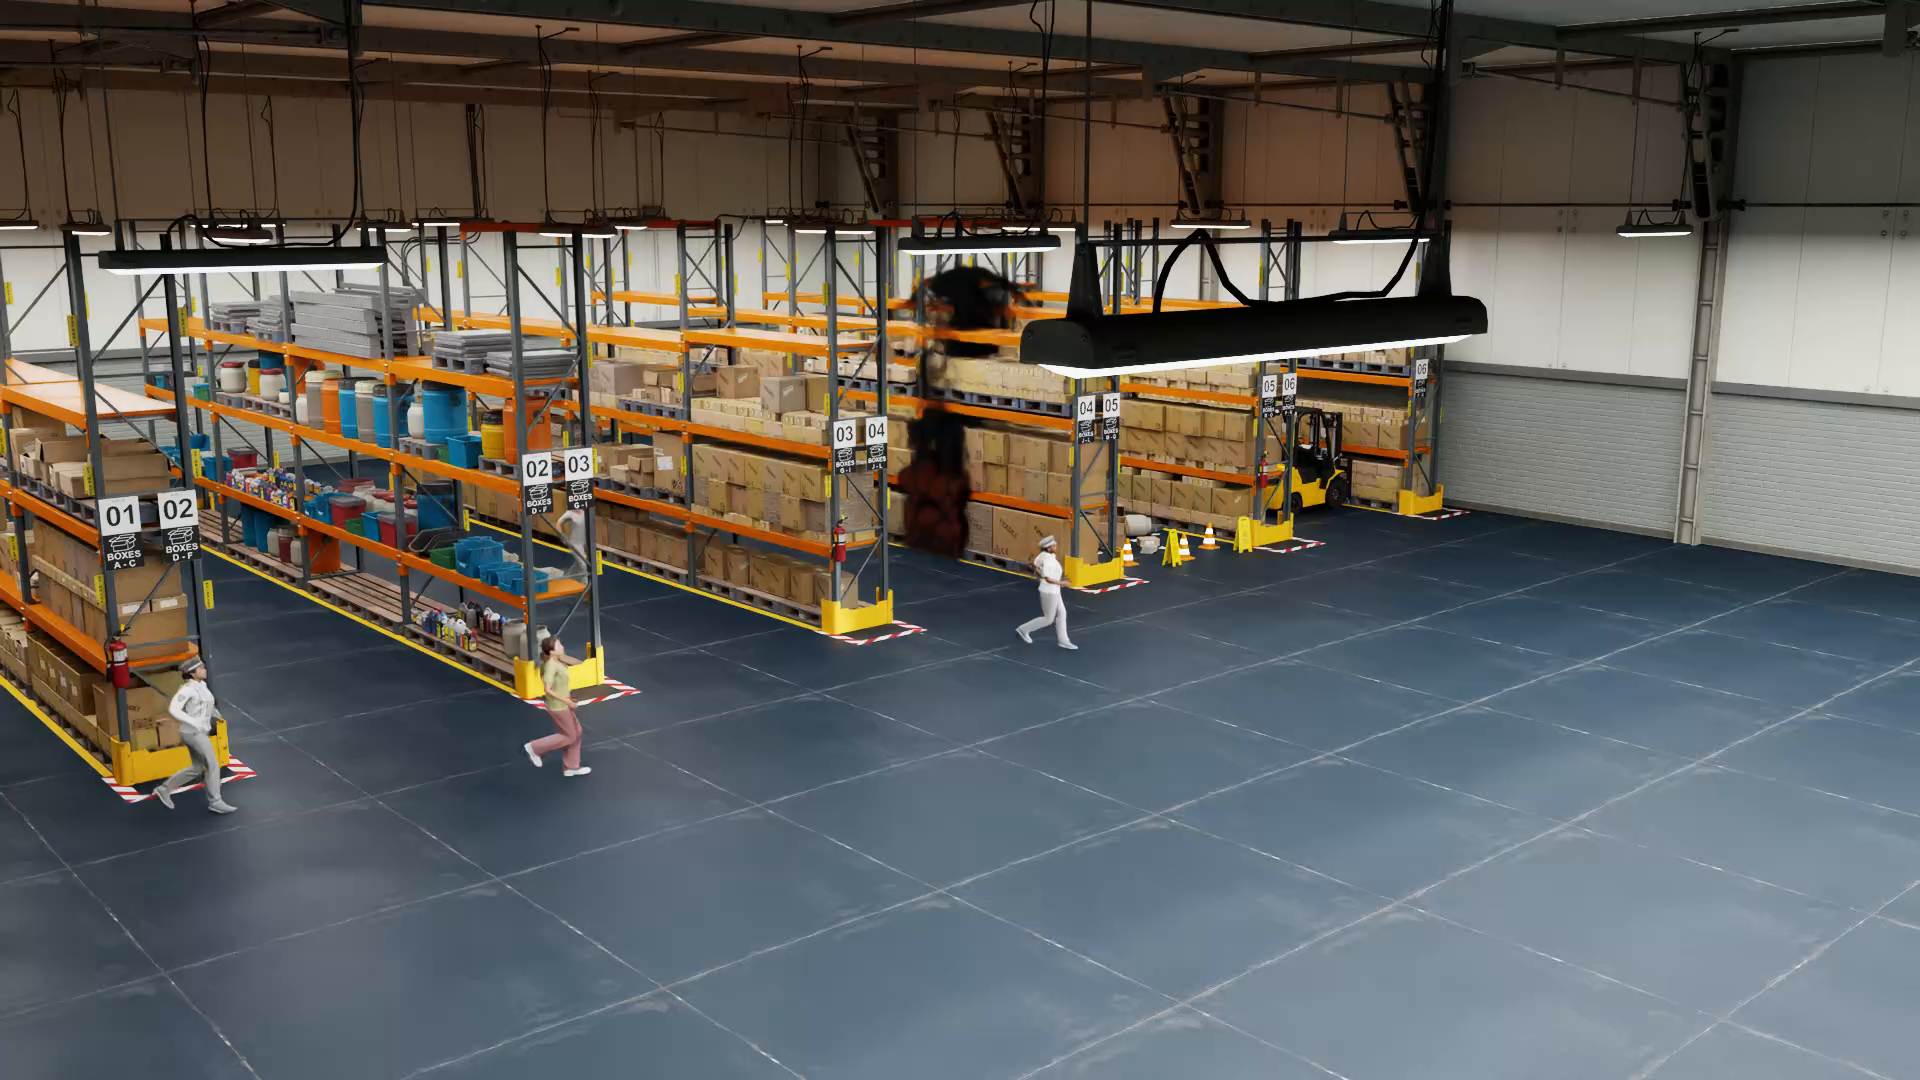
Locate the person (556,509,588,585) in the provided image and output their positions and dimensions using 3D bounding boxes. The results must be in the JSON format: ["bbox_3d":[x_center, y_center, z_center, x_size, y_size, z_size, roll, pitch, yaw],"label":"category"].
[{"bbox_3d":[-6.204,0.099,27.052,0.904,1.693,0.550,8,14,34],"label":"person"}]

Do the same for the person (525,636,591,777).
[{"bbox_3d":[-4.523,1.867,18.586,0.710,1.617,0.595,-3,12,-15],"label":"person"}]

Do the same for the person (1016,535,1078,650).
[{"bbox_3d":[1.258,0.759,23.892,0.901,1.702,0.592,0,11,0],"label":"person"}]

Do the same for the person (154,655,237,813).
[{"bbox_3d":[-8.119,2.052,17.602,0.820,1.691,0.657,-2,12,-9],"label":"person"}]
